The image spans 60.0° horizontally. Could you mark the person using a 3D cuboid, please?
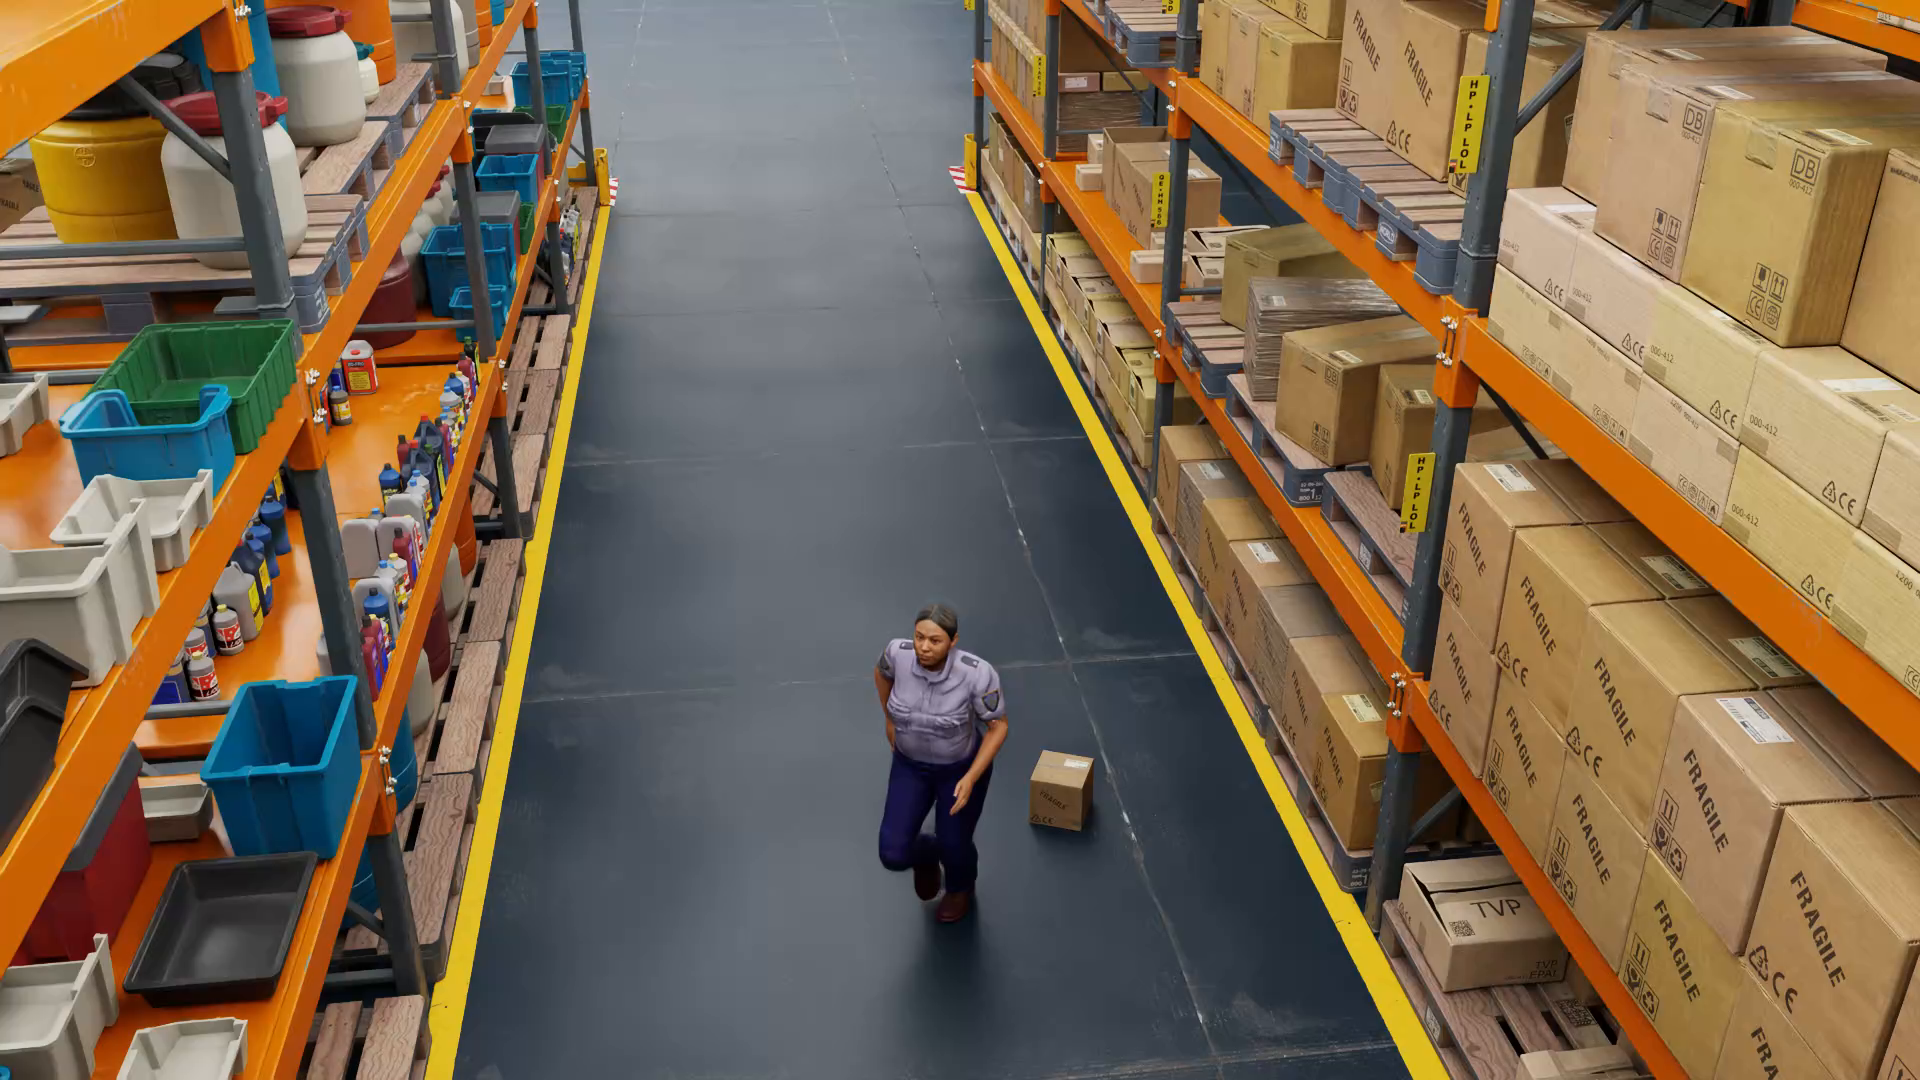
[{"bbox_3d":[-0.115,0.952,6.846,0.628,1.585,0.580,9,29,16],"label":"person"}]
